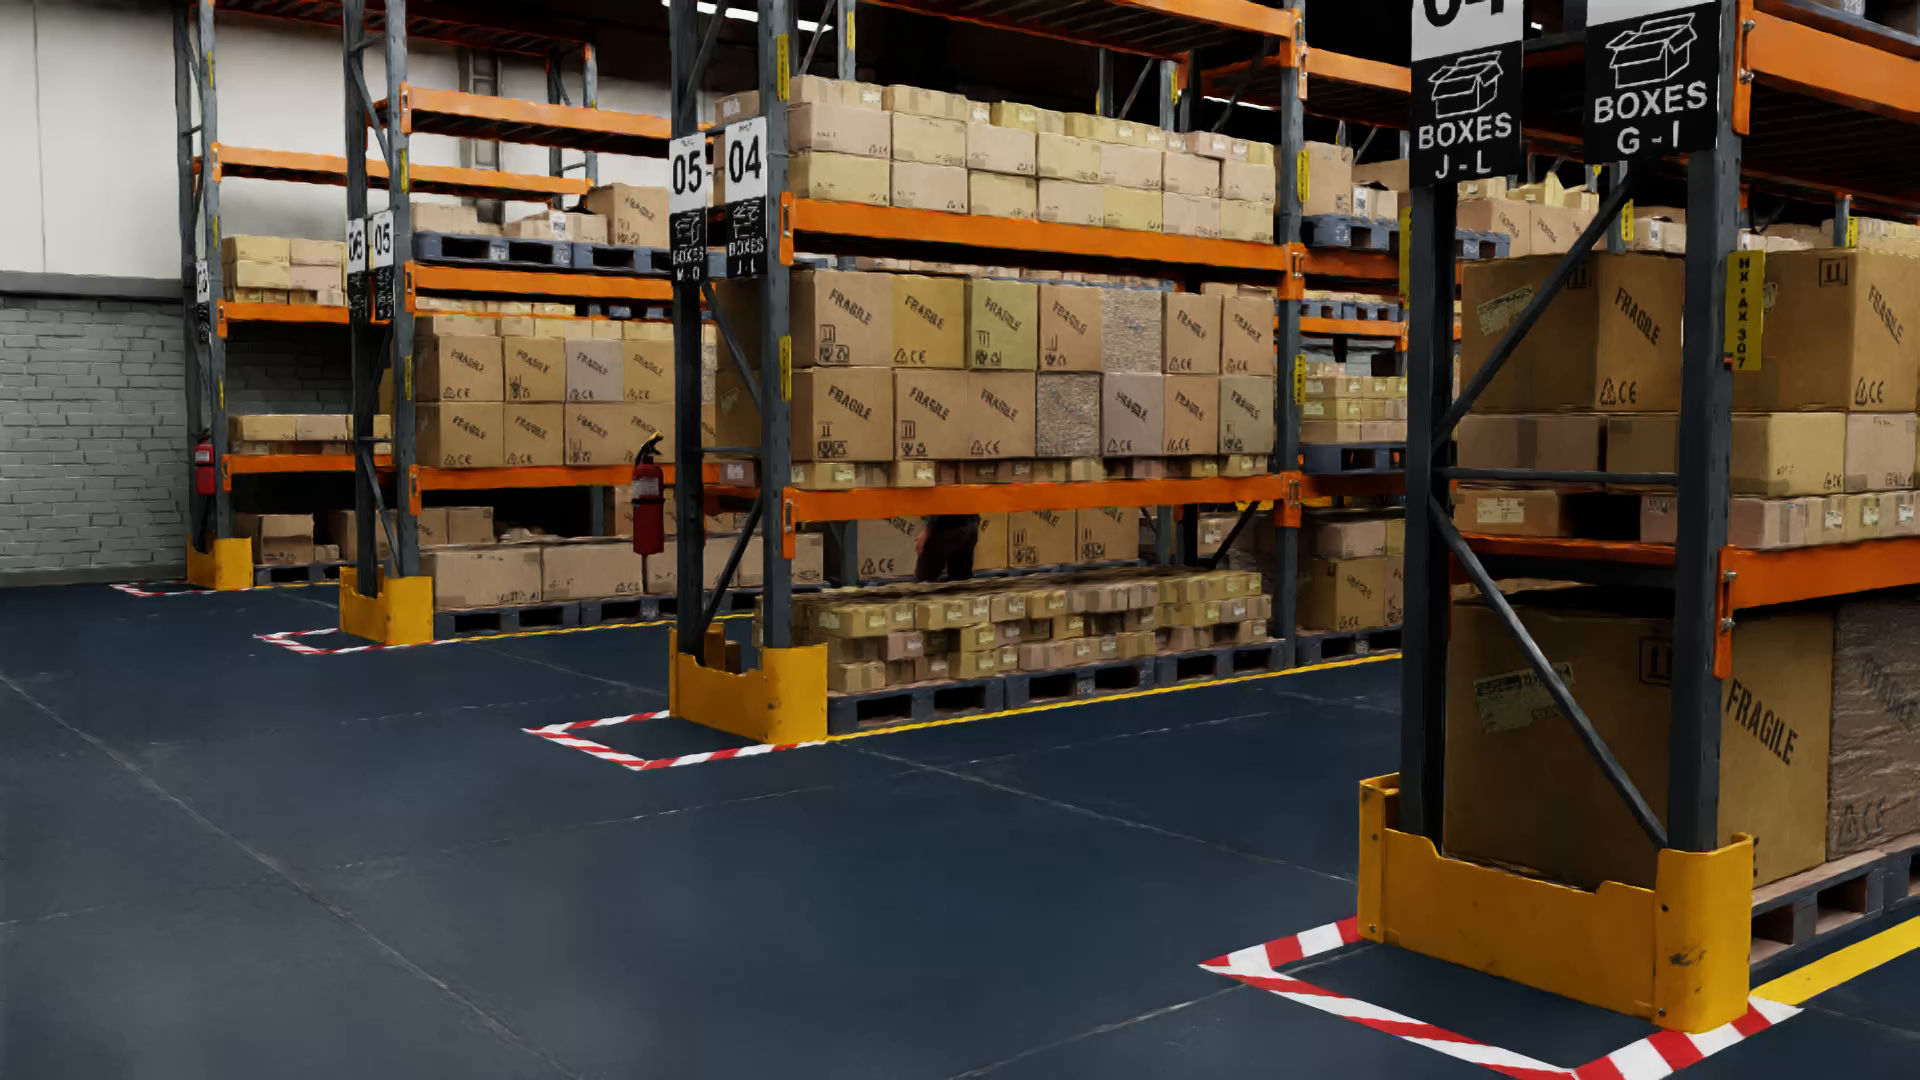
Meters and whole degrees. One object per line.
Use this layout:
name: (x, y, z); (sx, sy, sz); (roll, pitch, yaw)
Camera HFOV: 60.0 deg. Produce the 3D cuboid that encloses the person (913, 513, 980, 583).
person: (-0.038, -0.053, 11.790); (0.486, 1.708, 0.600); (2, 5, 29)
